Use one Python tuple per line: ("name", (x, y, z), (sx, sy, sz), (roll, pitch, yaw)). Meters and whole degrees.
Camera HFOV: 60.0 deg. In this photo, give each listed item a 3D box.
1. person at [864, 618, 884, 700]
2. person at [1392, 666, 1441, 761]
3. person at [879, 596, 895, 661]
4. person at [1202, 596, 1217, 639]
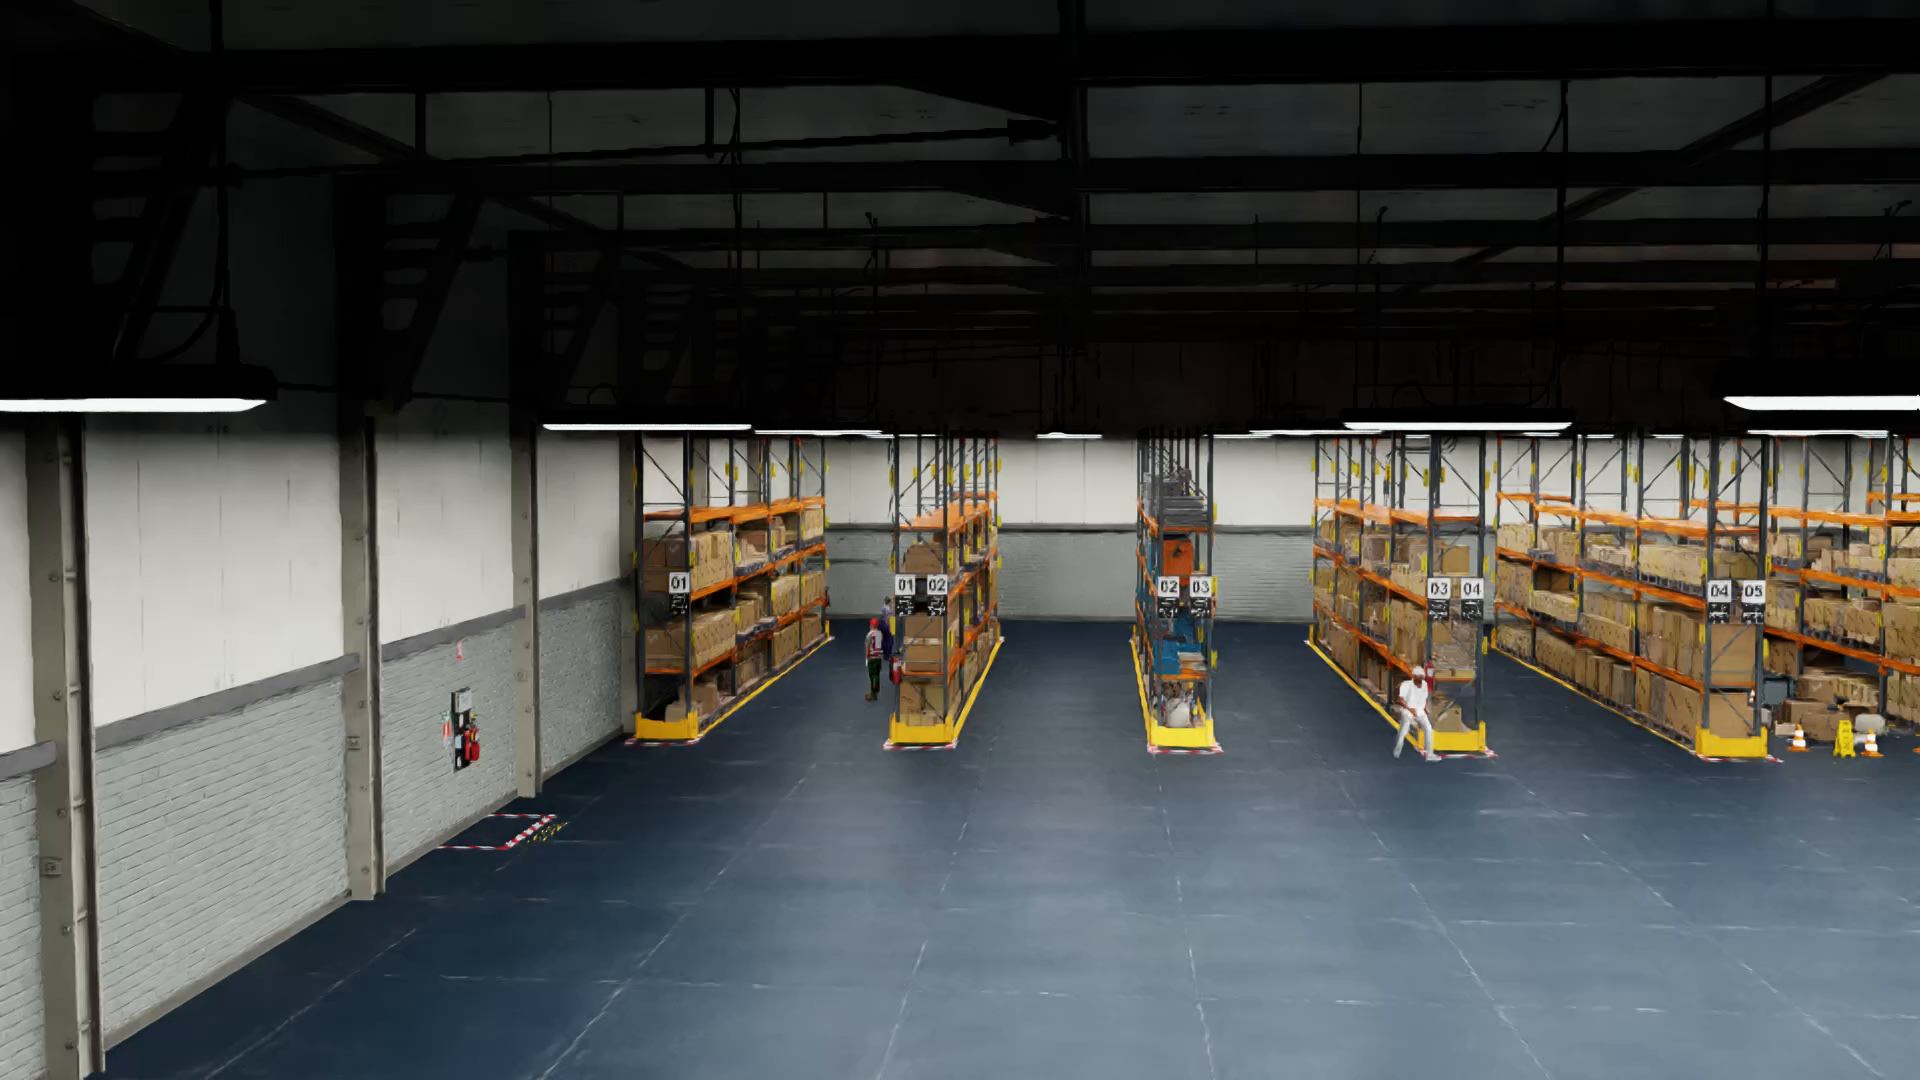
("person", (-1.944, 2.608, 36.678), (0.494, 1.786, 0.606), (2, 4, 35))
("person", (8.107, 3.079, 29.688), (0.714, 1.696, 0.818), (-1, 4, -13))
("person", (-1.881, 2.321, 43.395), (0.384, 1.717, 0.559), (-2, 4, -24))
("person", (7.034, 2.007, 47.682), (0.682, 1.715, 0.536), (0, 3, 2))
